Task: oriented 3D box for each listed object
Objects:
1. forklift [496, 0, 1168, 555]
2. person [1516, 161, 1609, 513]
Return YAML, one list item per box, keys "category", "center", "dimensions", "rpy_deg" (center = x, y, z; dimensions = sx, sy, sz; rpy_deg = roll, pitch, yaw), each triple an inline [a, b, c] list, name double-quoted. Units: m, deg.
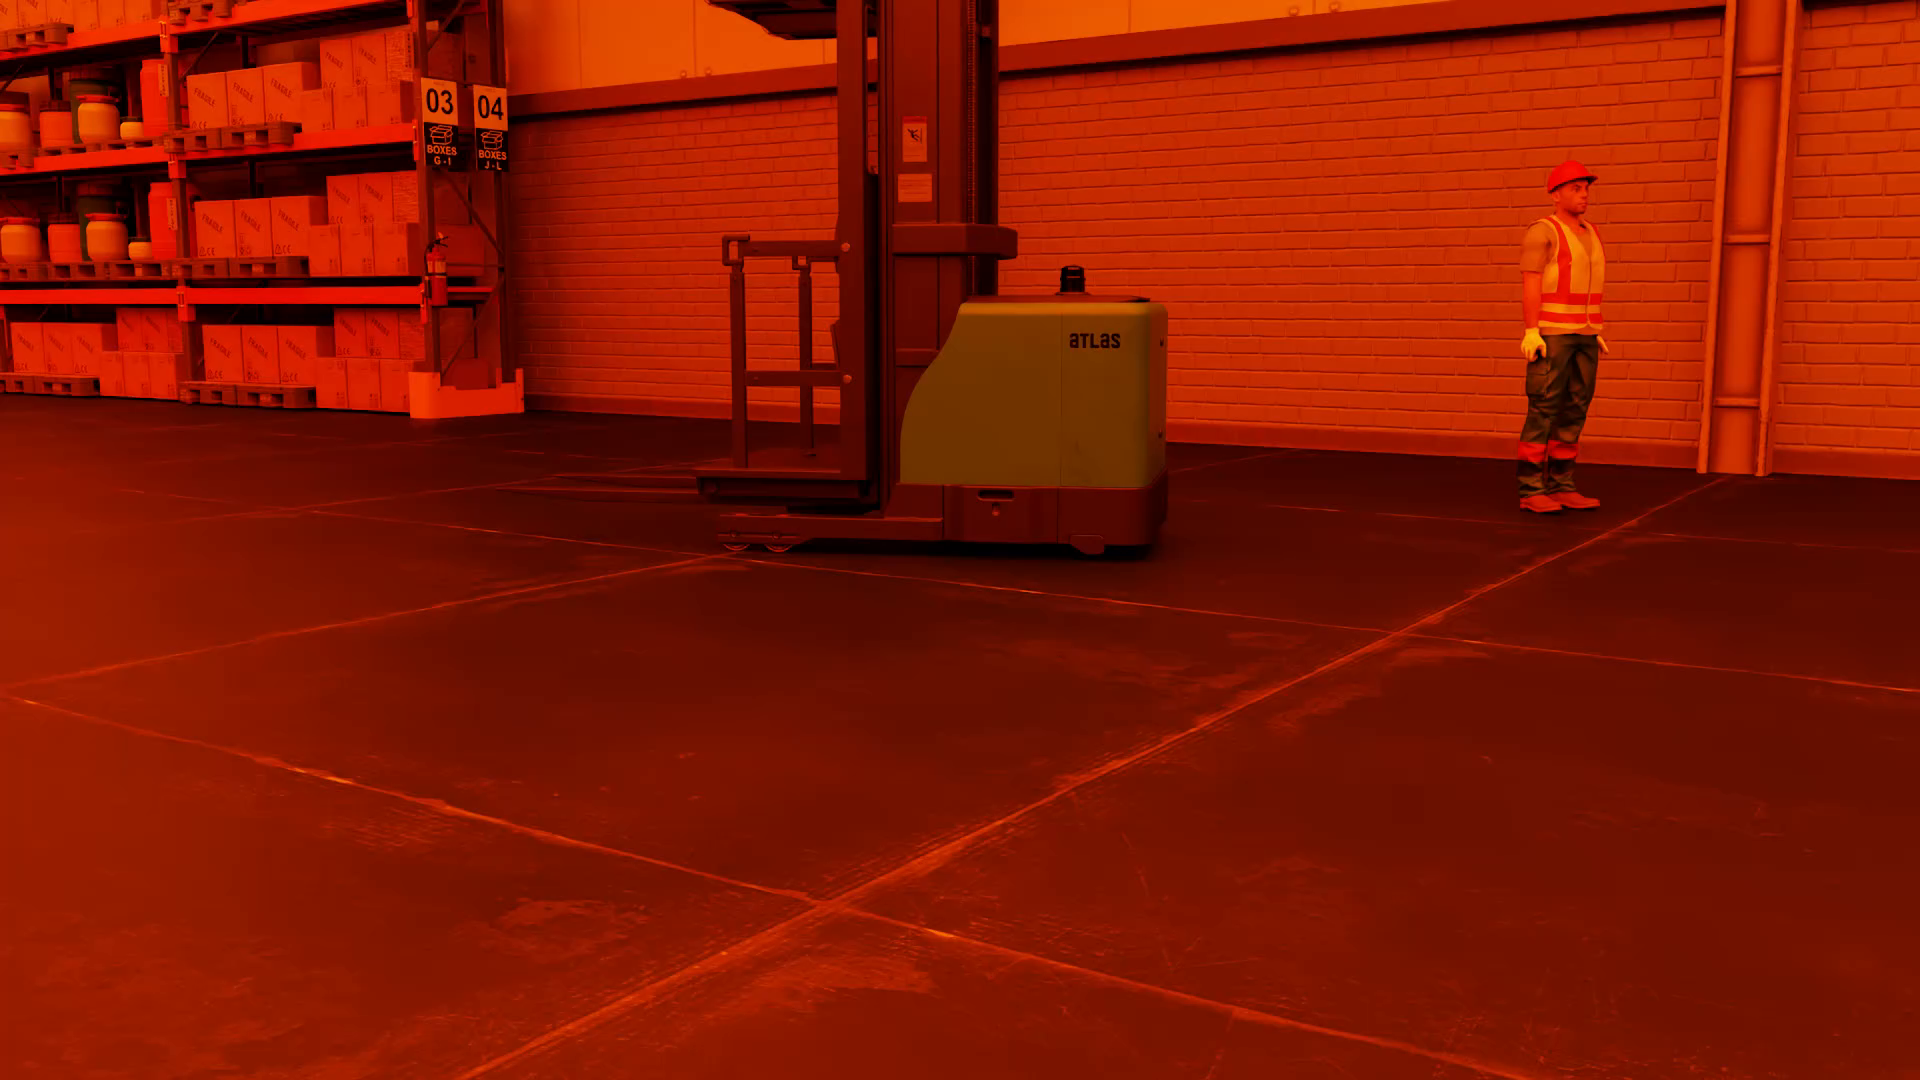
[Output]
- category: "forklift"
  center: [-0.596, -1.469, 7.520]
  dimensions: [3.031, 2.935, 1.130]
  rpy_deg: [2, 8, 12]
- category: "person"
  center: [3.137, -1.047, 8.602]
  dimensions: [0.552, 1.795, 0.352]
  rpy_deg: [-5, 9, -30]
